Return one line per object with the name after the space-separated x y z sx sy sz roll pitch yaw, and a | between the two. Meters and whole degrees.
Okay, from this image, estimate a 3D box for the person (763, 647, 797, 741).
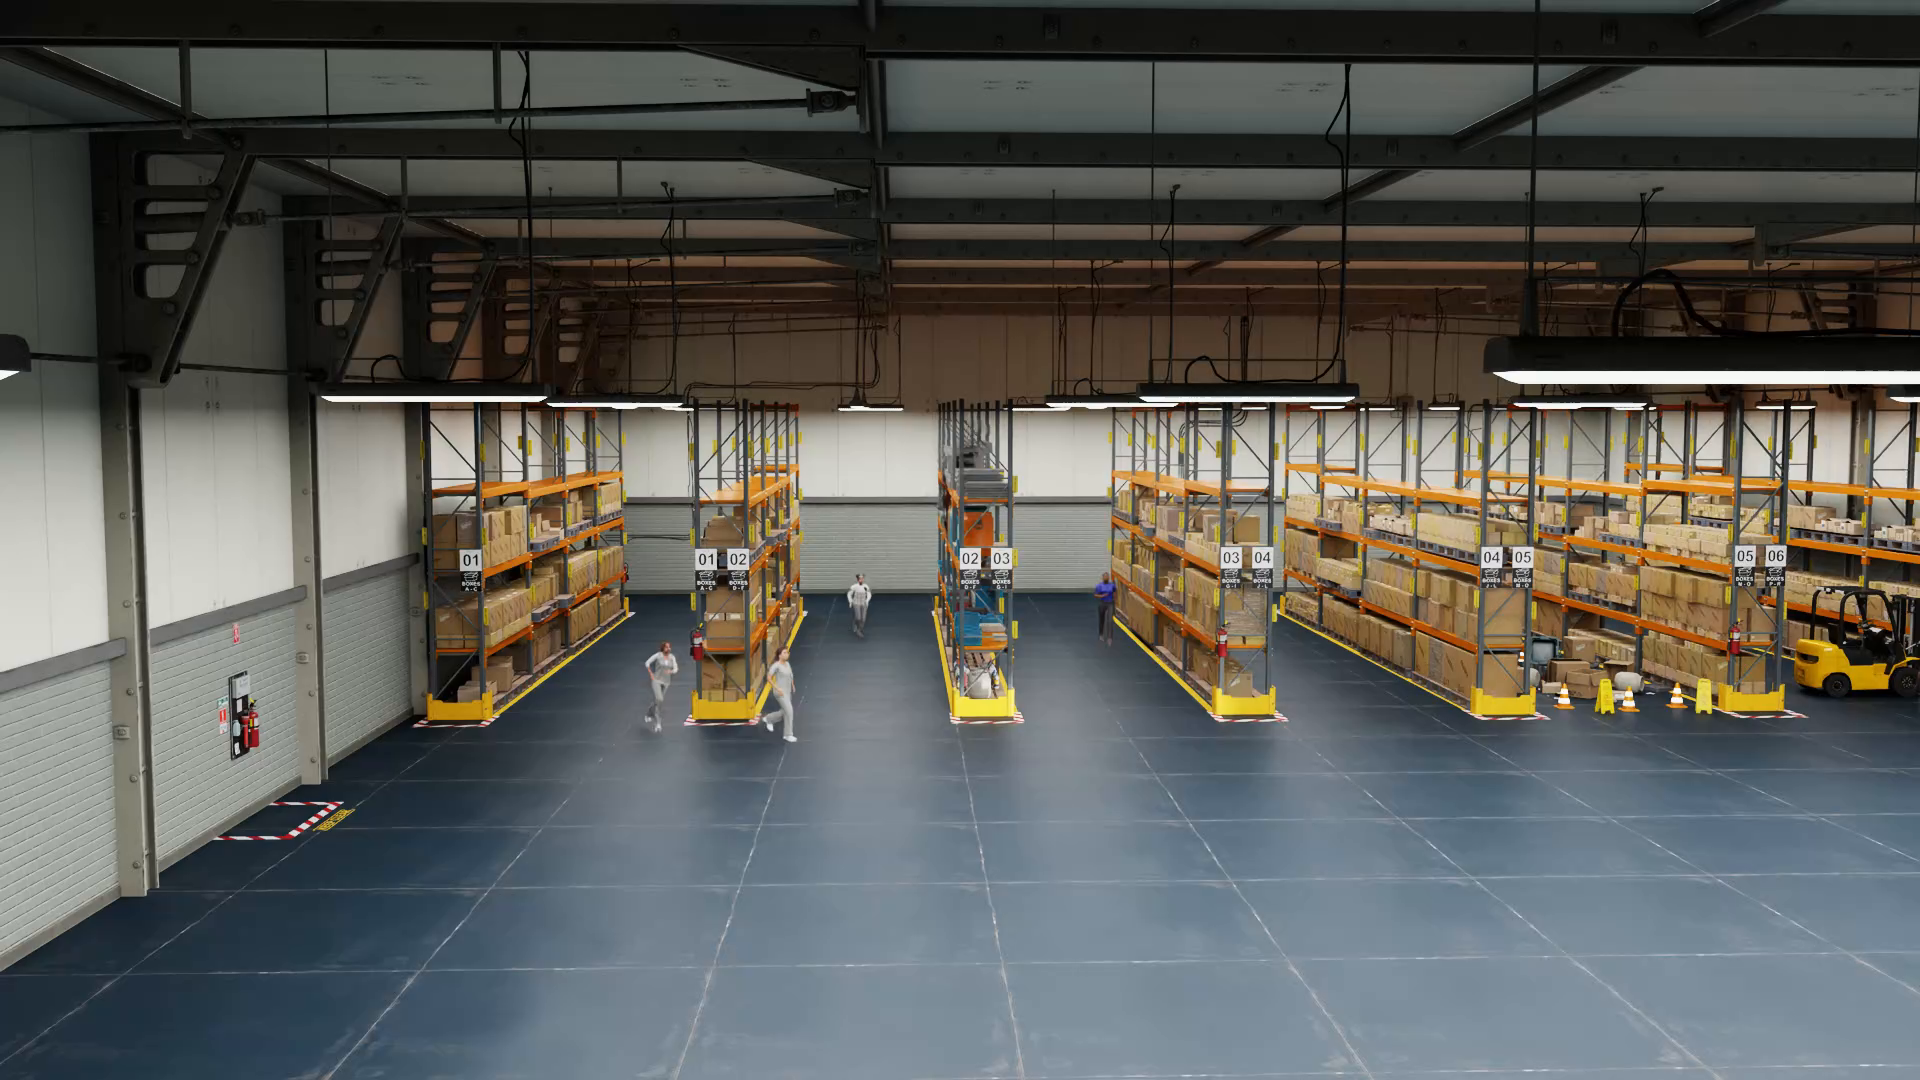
-3.180 2.693 29.286 0.770 1.655 0.590 2 5 30 | person

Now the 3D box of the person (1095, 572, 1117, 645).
3.452 1.603 39.275 0.566 1.688 0.844 0 4 -1 | person

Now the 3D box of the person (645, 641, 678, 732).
-5.440 2.641 30.330 0.535 1.627 0.726 -3 5 -37 | person

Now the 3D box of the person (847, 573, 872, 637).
-2.553 1.669 42.634 0.600 1.645 0.576 -1 5 -17 | person
